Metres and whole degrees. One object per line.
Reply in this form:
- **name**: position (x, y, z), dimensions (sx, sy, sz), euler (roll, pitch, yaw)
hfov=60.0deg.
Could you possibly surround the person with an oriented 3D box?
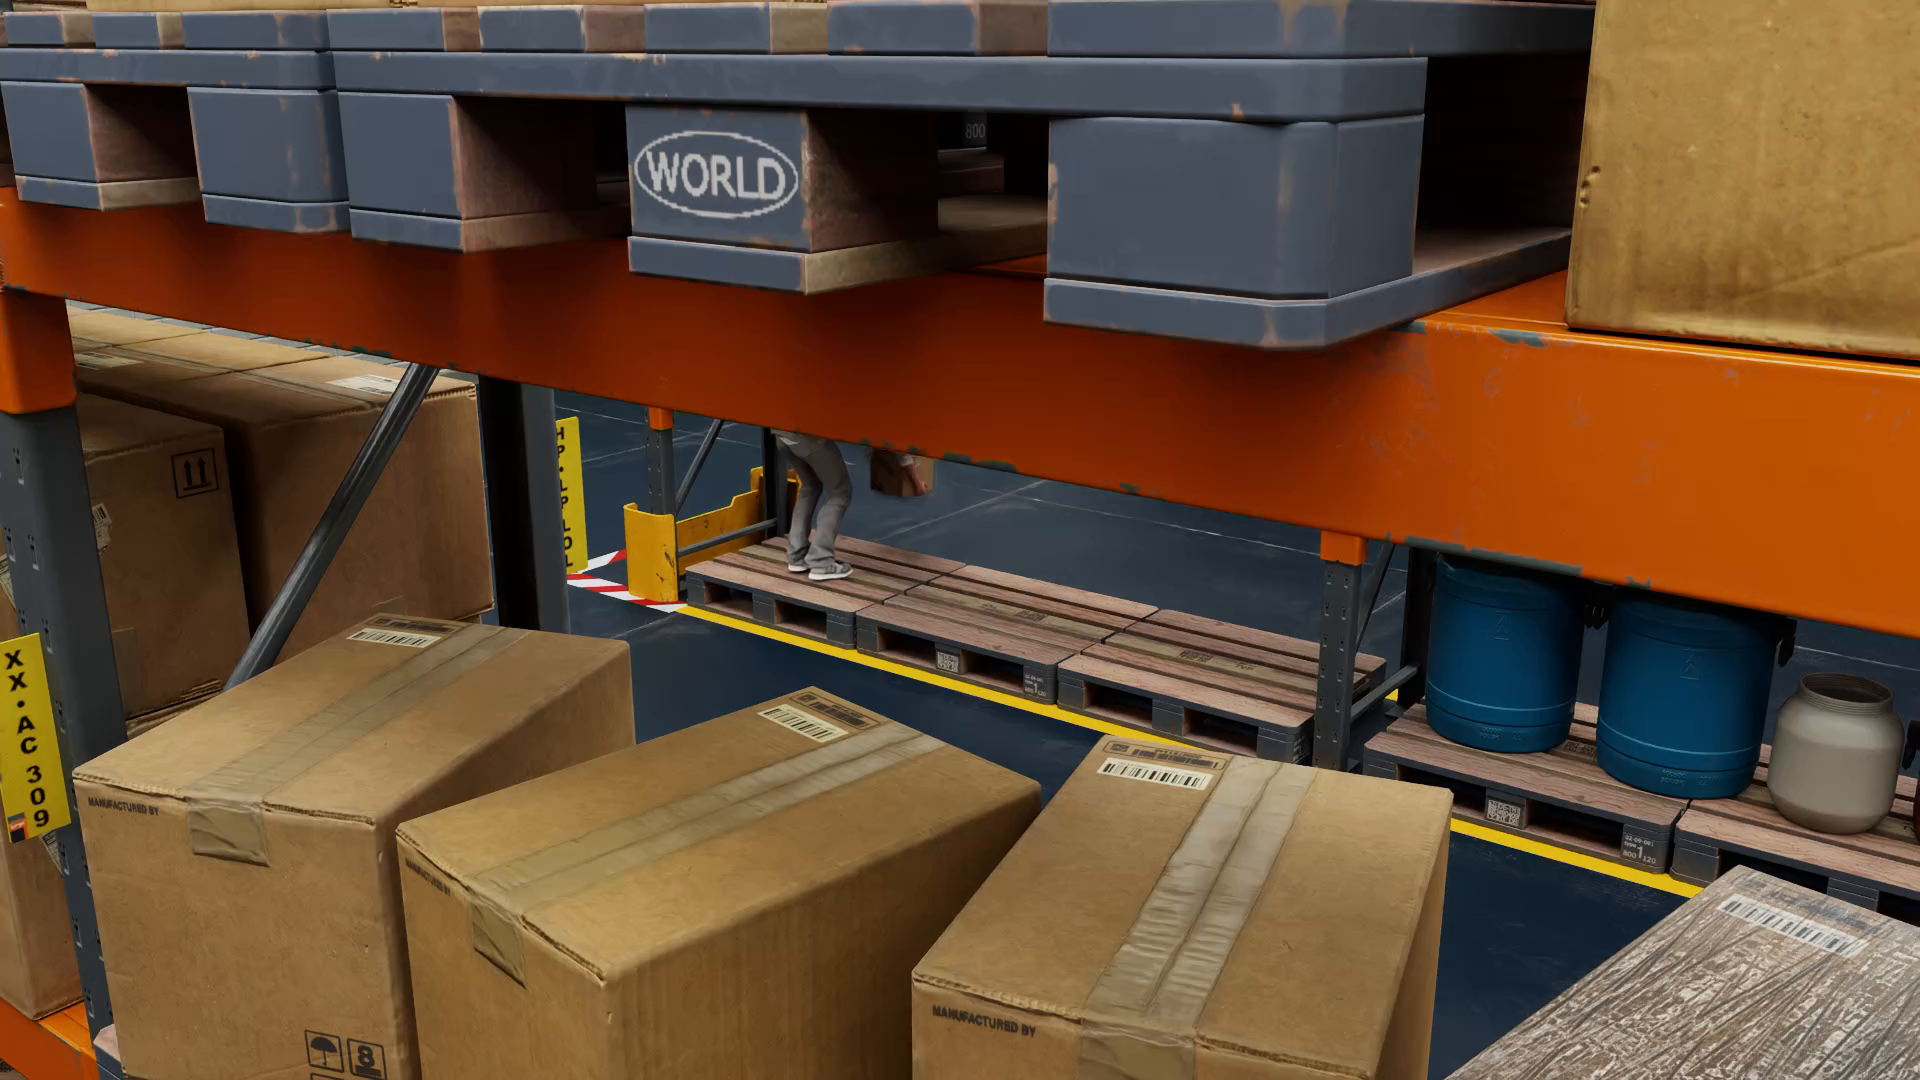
- **person**: position (-0.603, -0.353, 8.983), dimensions (0.906, 1.034, 0.386), euler (-15, 22, -40)
